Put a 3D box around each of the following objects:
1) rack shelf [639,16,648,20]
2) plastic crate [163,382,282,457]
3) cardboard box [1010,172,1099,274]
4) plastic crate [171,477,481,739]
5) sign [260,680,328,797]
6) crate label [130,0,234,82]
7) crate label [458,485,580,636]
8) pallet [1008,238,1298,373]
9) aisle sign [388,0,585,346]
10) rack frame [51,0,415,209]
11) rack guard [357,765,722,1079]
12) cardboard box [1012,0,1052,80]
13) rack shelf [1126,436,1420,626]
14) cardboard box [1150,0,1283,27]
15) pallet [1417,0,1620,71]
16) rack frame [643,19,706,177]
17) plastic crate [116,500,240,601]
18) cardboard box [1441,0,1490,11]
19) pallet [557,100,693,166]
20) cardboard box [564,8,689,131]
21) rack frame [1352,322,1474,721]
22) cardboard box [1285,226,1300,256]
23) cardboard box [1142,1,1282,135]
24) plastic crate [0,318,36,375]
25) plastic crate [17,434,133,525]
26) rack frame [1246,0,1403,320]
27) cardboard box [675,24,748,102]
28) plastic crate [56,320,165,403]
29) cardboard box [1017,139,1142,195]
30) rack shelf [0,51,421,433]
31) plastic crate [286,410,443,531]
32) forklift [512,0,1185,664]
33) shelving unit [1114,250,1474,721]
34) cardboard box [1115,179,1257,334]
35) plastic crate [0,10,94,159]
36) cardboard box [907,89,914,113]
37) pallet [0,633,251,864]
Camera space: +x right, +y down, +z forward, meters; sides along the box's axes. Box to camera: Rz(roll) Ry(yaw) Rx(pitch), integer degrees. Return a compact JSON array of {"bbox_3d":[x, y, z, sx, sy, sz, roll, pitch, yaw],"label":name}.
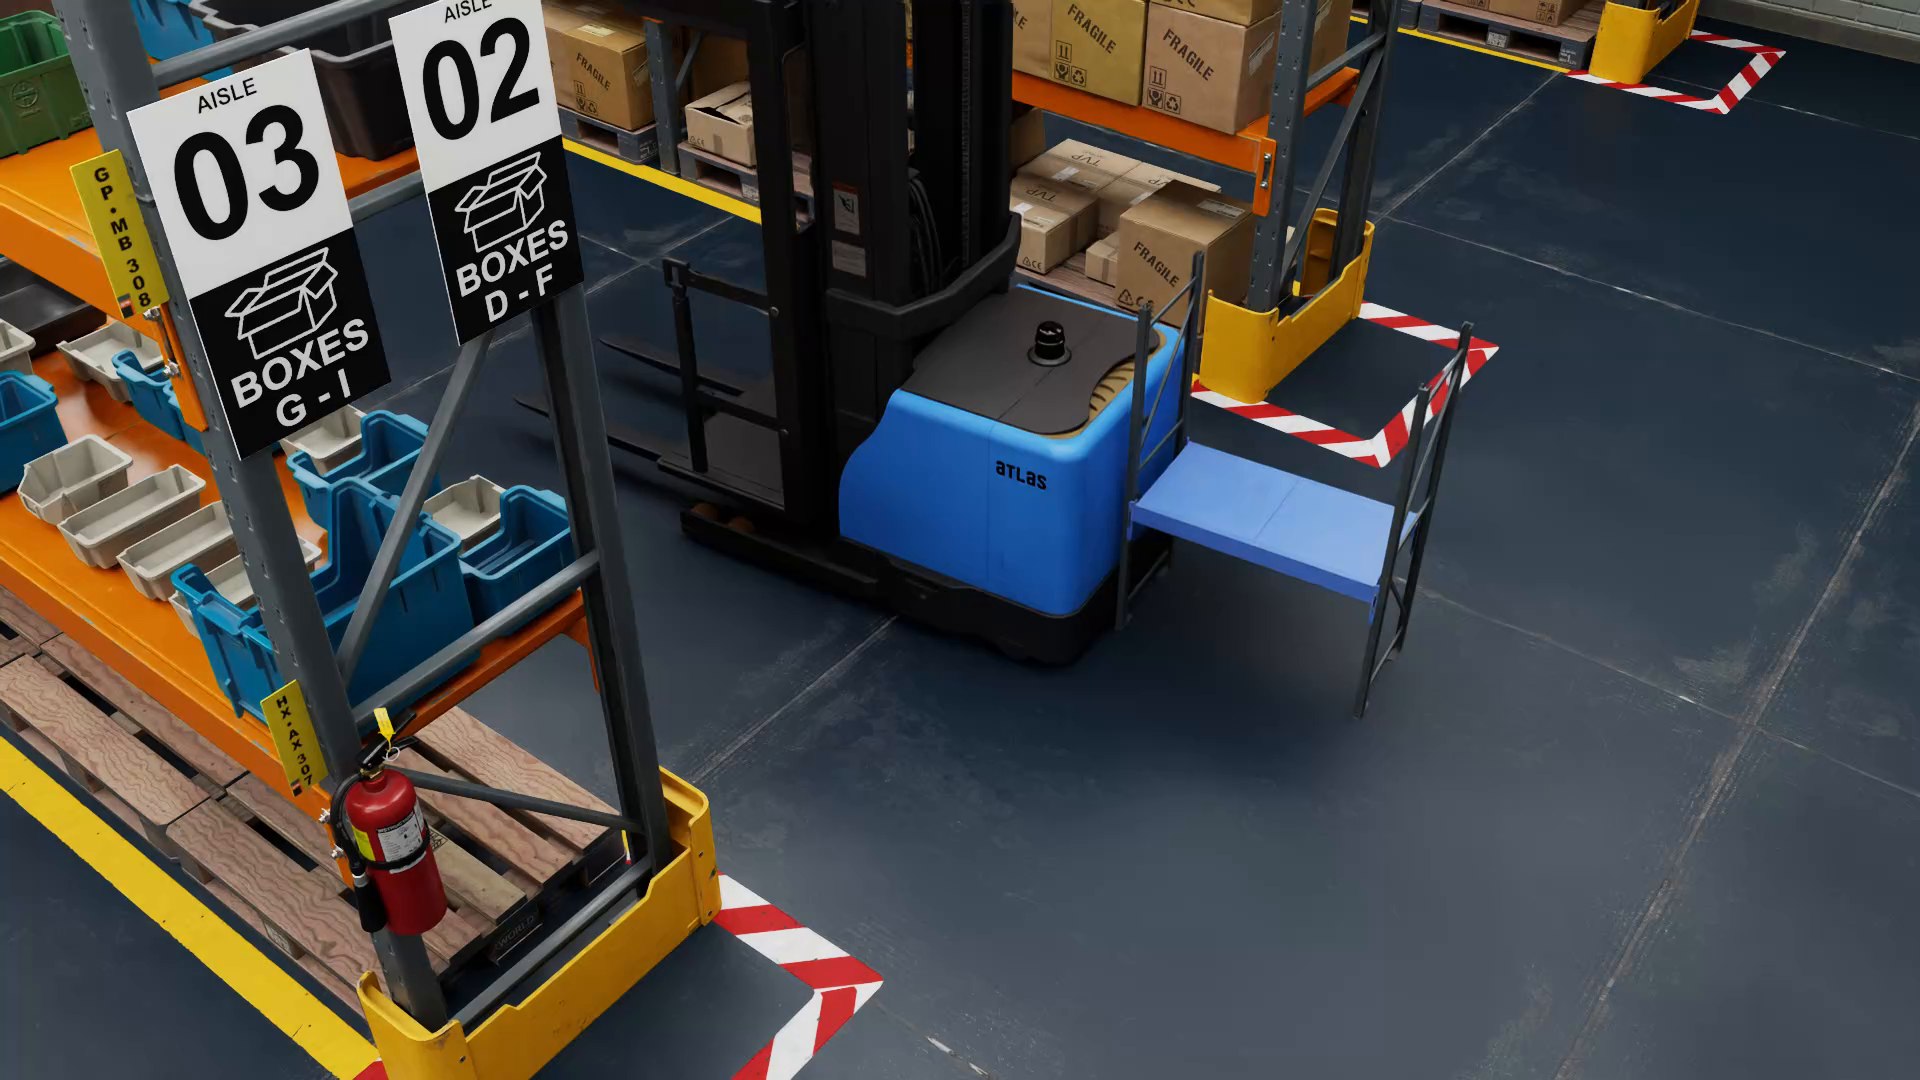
[{"bbox_3d":[-3.056,-4.112,10.652,4.000,0.370,1.077,25,45,29],"label":"rack shelf"},{"bbox_3d":[-2.344,-0.429,5.451,0.300,0.233,0.416,25,45,29],"label":"plastic crate"},{"bbox_3d":[0.392,-1.692,8.852,0.500,0.250,0.500,25,45,29],"label":"cardboard box"},{"bbox_3d":[-1.682,0.204,4.478,0.499,0.435,0.616,25,45,29],"label":"plastic crate"},{"bbox_3d":[-1.624,0.487,4.062,0.005,0.325,0.100,25,45,29],"label":"sign"},{"bbox_3d":[-1.839,-1.350,4.229,0.502,0.251,0.408,25,45,29],"label":"crate label"},{"bbox_3d":[-1.298,0.065,4.821,0.303,0.233,0.416,25,45,29],"label":"crate label"},{"bbox_3d":[1.016,-1.377,8.837,1.213,0.211,1.003,25,45,29],"label":"pallet"},{"bbox_3d":[-1.065,-0.866,3.814,0.004,0.787,0.394,25,45,29],"label":"aisle sign"},{"bbox_3d":[-1.302,-2.086,2.615,0.127,3.000,1.000,25,45,29],"label":"rack frame"},{"bbox_3d":[-1.275,1.263,5.232,0.348,0.500,1.175,25,45,29],"label":"rack guard"},{"bbox_3d":[0.382,-2.604,8.062,0.500,0.500,0.500,26,45,29],"label":"cardboard box"},{"bbox_3d":[1.208,-0.053,6.392,1.000,0.185,0.538,20,42,24],"label":"rack shelf"},{"bbox_3d":[1.189,-2.613,7.262,0.500,0.500,0.500,25,44,28],"label":"cardboard box"},{"bbox_3d":[4.034,-3.738,11.854,1.213,0.211,1.003,25,45,29],"label":"pallet"},{"bbox_3d":[-1.467,-3.646,9.474,0.127,3.000,1.000,25,45,29],"label":"rack frame"},{"bbox_3d":[-2.281,0.024,4.952,0.243,0.136,0.396,25,45,29],"label":"plastic crate"},{"bbox_3d":[3.702,-4.157,11.813,0.500,0.500,0.700,25,45,28],"label":"cardboard box"},{"bbox_3d":[-2.136,-2.834,10.699,1.213,0.211,1.003,25,45,29],"label":"pallet"},{"bbox_3d":[-2.033,-2.880,10.166,0.500,0.500,0.500,25,44,28],"label":"cardboard box"},{"bbox_3d":[1.645,-0.034,6.076,0.032,1.500,0.500,20,42,24],"label":"rack frame"},{"bbox_3d":[1.586,-1.524,8.719,0.250,0.149,0.380,25,45,29],"label":"cardboard box"},{"bbox_3d":[1.189,-2.222,7.574,0.500,0.500,0.500,27,45,30],"label":"cardboard box"},{"bbox_3d":[-3.379,-0.537,5.550,0.530,0.282,0.437,25,45,29],"label":"plastic crate"},{"bbox_3d":[-2.764,-0.170,5.200,0.250,0.136,0.298,25,45,29],"label":"plastic crate"},{"bbox_3d":[1.710,-2.148,7.561,0.127,3.000,1.000,25,45,29],"label":"rack frame"},{"bbox_3d":[-1.703,-3.136,10.493,0.500,0.500,0.500,23,44,27],"label":"cardboard box"},{"bbox_3d":[-2.914,-0.637,5.796,0.466,0.136,0.293,25,45,29],"label":"plastic crate"},{"bbox_3d":[0.656,-1.956,9.188,0.500,0.250,0.500,25,45,29],"label":"cardboard box"},{"bbox_3d":[-2.891,-1.371,4.718,4.000,0.370,1.077,25,45,29],"label":"rack shelf"},{"bbox_3d":[-1.821,-0.182,5.136,0.300,0.233,0.416,25,45,29],"label":"plastic crate"},{"bbox_3d":[-0.616,-1.343,6.588,3.031,2.935,1.130,20,42,24],"label":"forklift"},{"bbox_3d":[1.208,-0.194,6.282,1.048,1.500,0.538,20,42,24],"label":"shelving unit"},{"bbox_3d":[1.128,-1.420,8.301,0.500,0.500,0.500,25,45,29],"label":"cardboard box"},{"bbox_3d":[-2.259,-1.051,3.898,0.336,0.188,0.450,25,45,29],"label":"plastic crate"},{"bbox_3d":[-0.247,-2.405,9.713,0.500,0.311,0.500,25,45,29],"label":"cardboard box"},{"bbox_3d":[-2.899,0.589,6.327,1.213,0.211,1.003,25,45,29],"label":"pallet"}]
